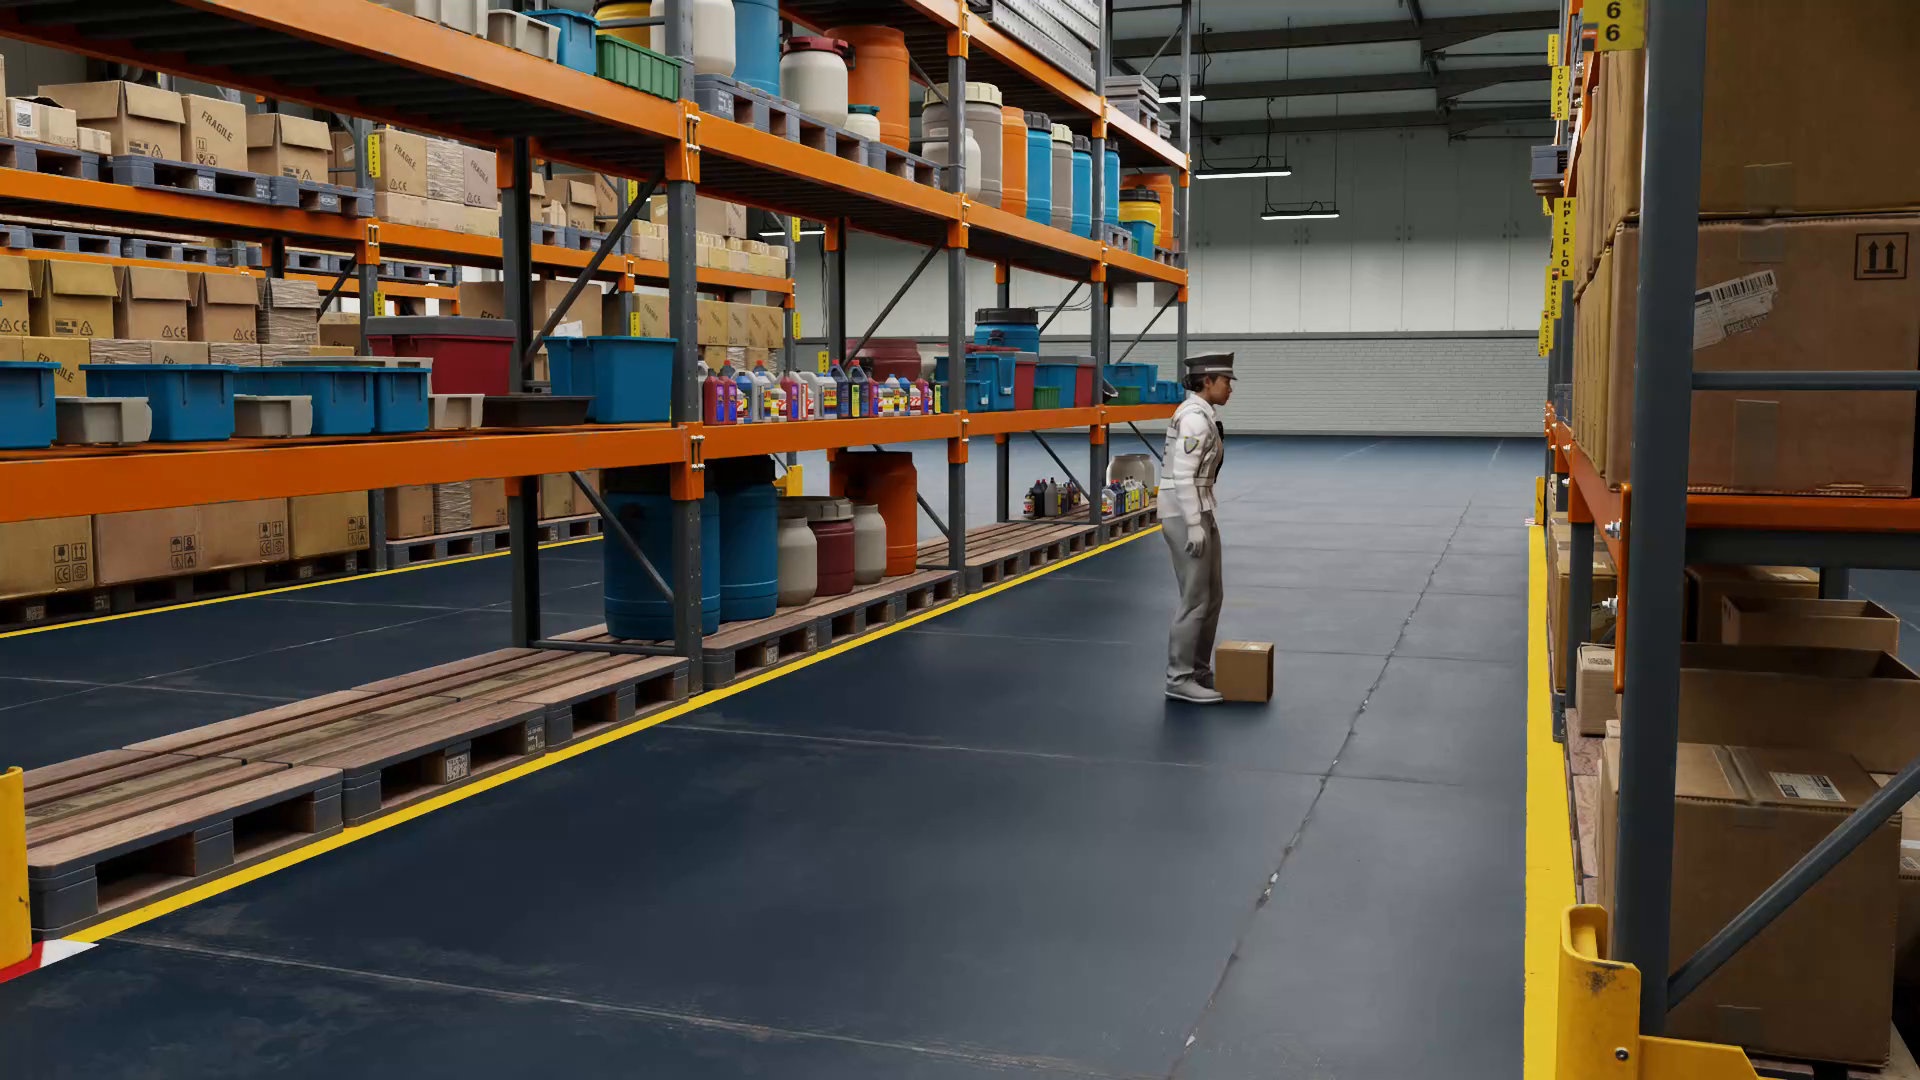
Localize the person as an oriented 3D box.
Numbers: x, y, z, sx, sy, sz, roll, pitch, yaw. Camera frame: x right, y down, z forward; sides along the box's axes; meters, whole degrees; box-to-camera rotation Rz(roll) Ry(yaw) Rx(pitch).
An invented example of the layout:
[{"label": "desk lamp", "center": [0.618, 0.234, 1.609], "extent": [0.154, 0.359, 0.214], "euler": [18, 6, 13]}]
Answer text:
[{"label": "person", "center": [1.162, -0.075, 8.035], "extent": [0.415, 1.662, 0.536], "euler": [1, 6, 15]}]
